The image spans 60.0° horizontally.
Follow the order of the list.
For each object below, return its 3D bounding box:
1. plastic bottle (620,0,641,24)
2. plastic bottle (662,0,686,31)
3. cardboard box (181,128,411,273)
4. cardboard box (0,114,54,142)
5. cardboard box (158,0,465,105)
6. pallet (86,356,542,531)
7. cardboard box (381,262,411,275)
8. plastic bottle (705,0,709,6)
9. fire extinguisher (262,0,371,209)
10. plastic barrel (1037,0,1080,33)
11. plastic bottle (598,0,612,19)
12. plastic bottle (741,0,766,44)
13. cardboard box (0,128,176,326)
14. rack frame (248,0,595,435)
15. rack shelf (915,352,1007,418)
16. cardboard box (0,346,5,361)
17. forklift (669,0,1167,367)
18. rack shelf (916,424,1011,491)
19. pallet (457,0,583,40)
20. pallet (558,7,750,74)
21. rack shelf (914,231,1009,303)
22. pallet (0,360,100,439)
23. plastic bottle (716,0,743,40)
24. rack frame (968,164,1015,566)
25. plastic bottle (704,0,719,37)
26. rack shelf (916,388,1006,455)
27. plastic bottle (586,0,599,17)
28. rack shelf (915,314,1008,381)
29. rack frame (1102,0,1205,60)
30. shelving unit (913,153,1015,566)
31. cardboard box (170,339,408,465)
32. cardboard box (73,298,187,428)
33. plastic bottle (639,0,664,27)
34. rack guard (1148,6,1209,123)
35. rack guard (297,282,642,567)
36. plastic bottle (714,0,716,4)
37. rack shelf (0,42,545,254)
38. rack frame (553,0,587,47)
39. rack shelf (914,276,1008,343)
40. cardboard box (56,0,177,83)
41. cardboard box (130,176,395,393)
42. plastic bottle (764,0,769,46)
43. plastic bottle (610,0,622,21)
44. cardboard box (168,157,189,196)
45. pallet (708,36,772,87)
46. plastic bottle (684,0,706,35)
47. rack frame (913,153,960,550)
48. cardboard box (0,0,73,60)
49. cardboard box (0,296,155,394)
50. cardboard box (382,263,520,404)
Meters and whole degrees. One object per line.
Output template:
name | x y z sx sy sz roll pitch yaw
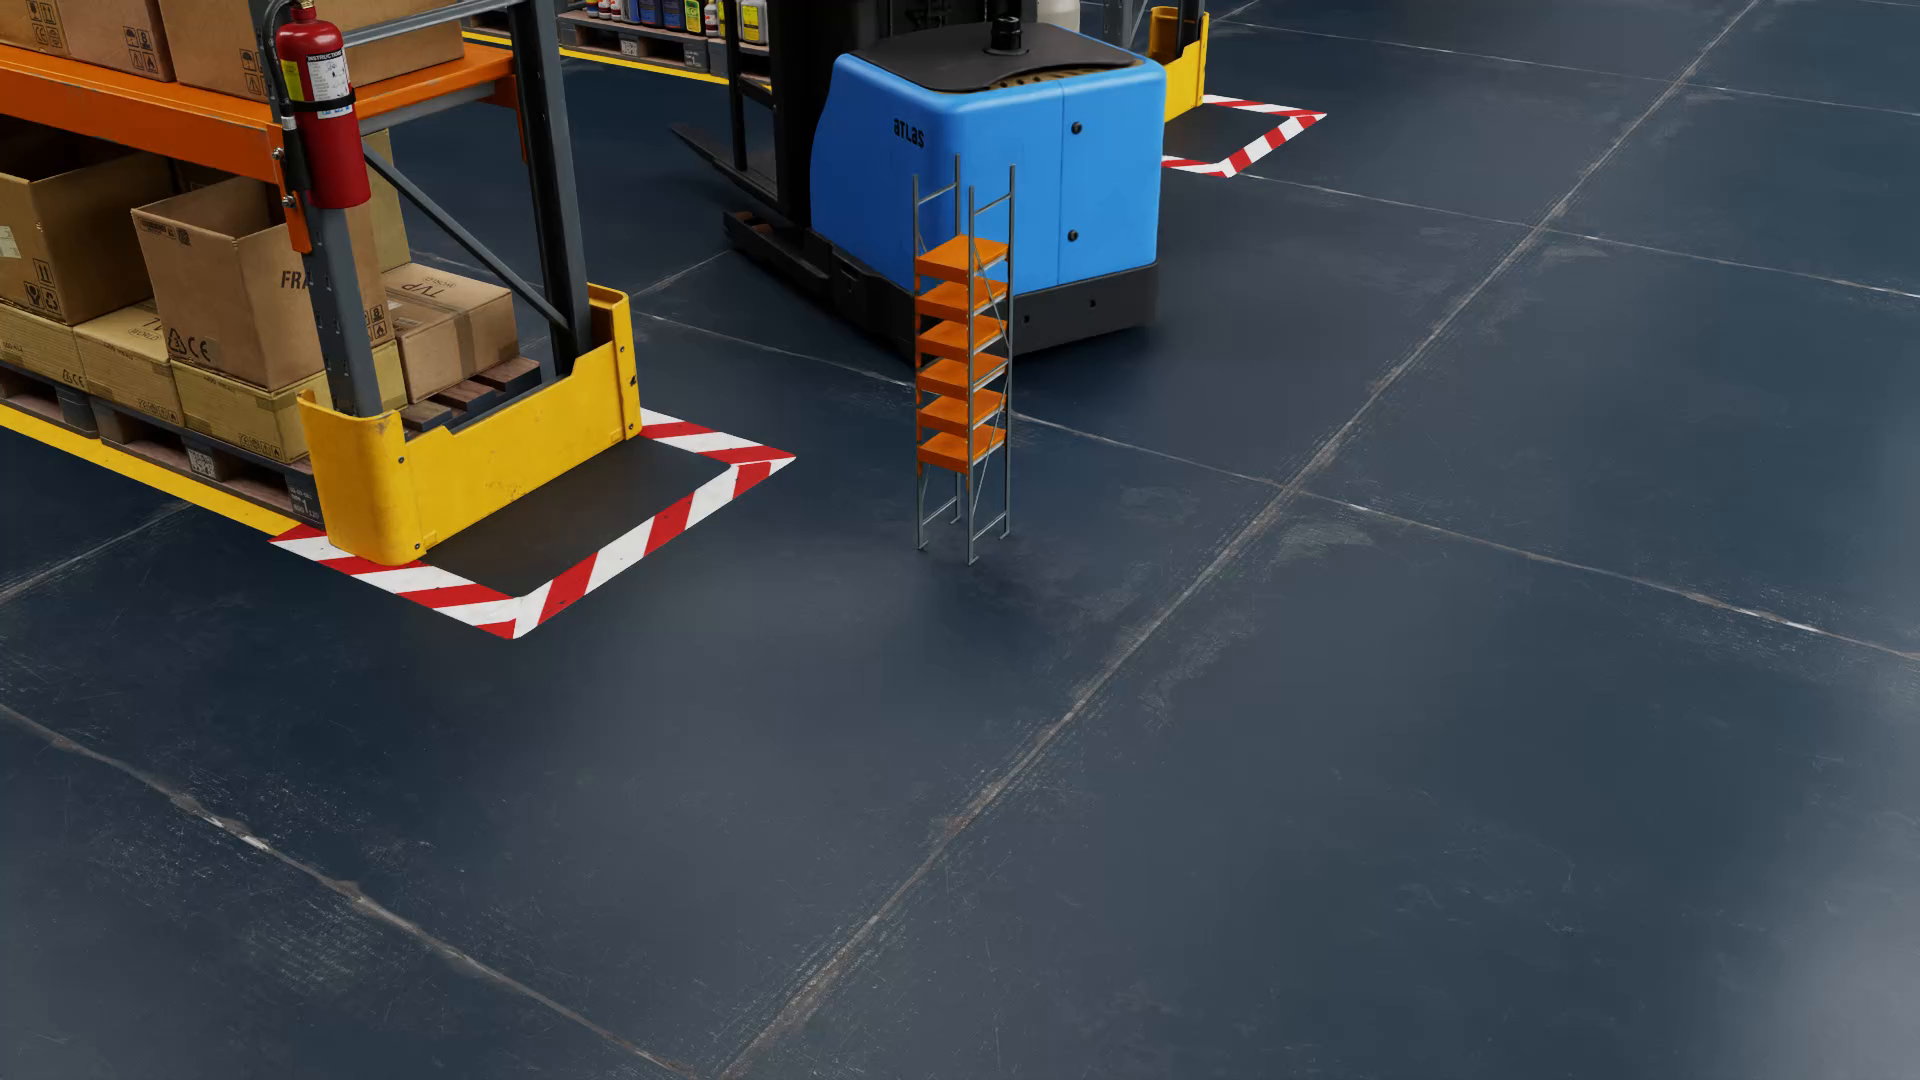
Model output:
plastic bottle | -2.011 -3.354 10.289 0.135 0.276 0.152 19 35 29
plastic bottle | -1.713 -3.290 10.104 0.185 0.351 0.144 16 34 25
cardboard box | -2.345 -1.193 5.885 0.500 0.500 0.500 18 35 27
cardboard box | -3.475 -1.234 5.956 0.500 0.500 0.500 18 35 27
cardboard box | -1.974 -1.677 5.048 0.500 0.500 0.700 18 35 27
pallet | -2.255 -0.486 5.873 1.213 0.211 1.003 18 35 27
cardboard box | -2.346 -0.868 6.073 0.500 0.250 0.500 18 35 27
plastic bottle | -1.569 -3.232 10.084 0.097 0.271 0.097 0 30 0
fire extinguisher | -1.732 -1.240 4.475 0.183 0.674 0.296 18 35 27
plastic barrel | 0.454 -2.867 9.239 0.421 0.512 0.421 0 30 0
plastic bottle | -2.213 -3.370 10.389 0.097 0.201 0.097 0 30 0
plastic bottle | -1.196 -3.126 9.824 0.185 0.351 0.144 19 35 29
cardboard box | -3.052 -1.099 5.725 0.500 0.500 0.500 18 35 27
rack frame | -1.585 -1.503 4.850 0.127 3.000 1.000 18 35 27
rack shelf | 0.012 -0.476 4.963 0.180 0.103 0.258 18 35 27
cardboard box | -3.473 -0.911 6.147 0.500 0.250 0.500 18 35 27
forklift | -0.405 -2.605 6.806 1.130 2.935 3.031 -17 34 -26
rack shelf | 0.012 -0.269 5.084 0.180 0.103 0.258 18 35 27
pallet | -3.022 -3.677 11.344 1.213 0.211 1.003 18 35 27
pallet | -1.790 -3.286 10.673 1.213 0.211 1.003 18 35 27
rack shelf | 0.012 -0.787 4.782 0.180 0.103 0.258 18 35 27
pallet | -3.284 -0.813 6.434 1.213 0.211 1.003 18 35 27
plastic bottle | -1.353 -3.176 9.909 0.185 0.351 0.144 17 34 27
rack frame | 0.090 -0.490 4.899 0.006 1.200 0.240 18 35 27
plastic bottle | -1.486 -3.139 9.995 0.097 0.201 0.097 0 30 0
rack shelf | 0.012 -0.372 5.024 0.180 0.103 0.258 18 35 27
plastic bottle | -2.299 -3.427 10.418 0.097 0.271 0.097 0 30 0
rack shelf | 0.012 -0.580 4.903 0.180 0.103 0.258 18 35 27
rack frame | 1.052 -3.616 8.472 0.127 3.000 1.000 18 35 27
shelving unit | 0.012 -0.514 4.941 0.189 1.200 0.258 18 35 27
cardboard box | -2.196 -0.514 5.467 0.500 0.250 0.500 18 35 27
cardboard box | -2.626 -0.643 5.688 0.500 0.250 0.500 18 35 27
plastic bottle | -1.873 -3.340 10.191 0.185 0.351 0.144 19 35 29
rack guard | 0.962 -2.537 9.102 0.348 0.500 1.175 18 35 27
rack guard | -1.565 -0.417 5.469 0.348 0.500 1.175 18 35 27
plastic bottle | -1.533 -3.531 10.591 0.135 0.276 0.152 18 35 27
rack shelf | -3.279 -1.728 5.950 4.000 0.370 1.077 18 35 27
rack frame | -2.336 -4.688 10.309 0.127 3.000 1.000 18 35 27
rack shelf | 0.012 -0.683 4.842 0.180 0.103 0.258 18 35 27
cardboard box | -2.421 -1.816 5.286 0.500 0.500 0.700 19 35 29
cardboard box | -2.197 -0.837 5.277 0.500 0.500 0.500 18 35 27
plastic bottle | -1.053 -3.051 9.770 0.135 0.276 0.152 17 34 26
plastic bottle | -2.127 -3.342 10.343 0.097 0.201 0.097 0 30 0
cardboard box | -2.776 -1.321 6.105 0.500 0.500 0.500 18 35 27
pallet | -0.752 -2.959 10.113 1.213 0.211 1.003 18 35 27
plastic bottle | -1.596 -3.199 10.015 0.133 0.283 0.061 19 35 29
rack frame | -0.065 -0.539 4.983 0.006 1.200 0.240 18 35 27
cardboard box | -2.838 -1.951 5.518 0.500 0.500 0.700 18 35 28
cardboard box | -3.051 -0.776 5.916 0.500 0.250 0.500 18 35 27
cardboard box | -1.921 -0.736 5.846 0.500 0.250 0.500 18 35 27
